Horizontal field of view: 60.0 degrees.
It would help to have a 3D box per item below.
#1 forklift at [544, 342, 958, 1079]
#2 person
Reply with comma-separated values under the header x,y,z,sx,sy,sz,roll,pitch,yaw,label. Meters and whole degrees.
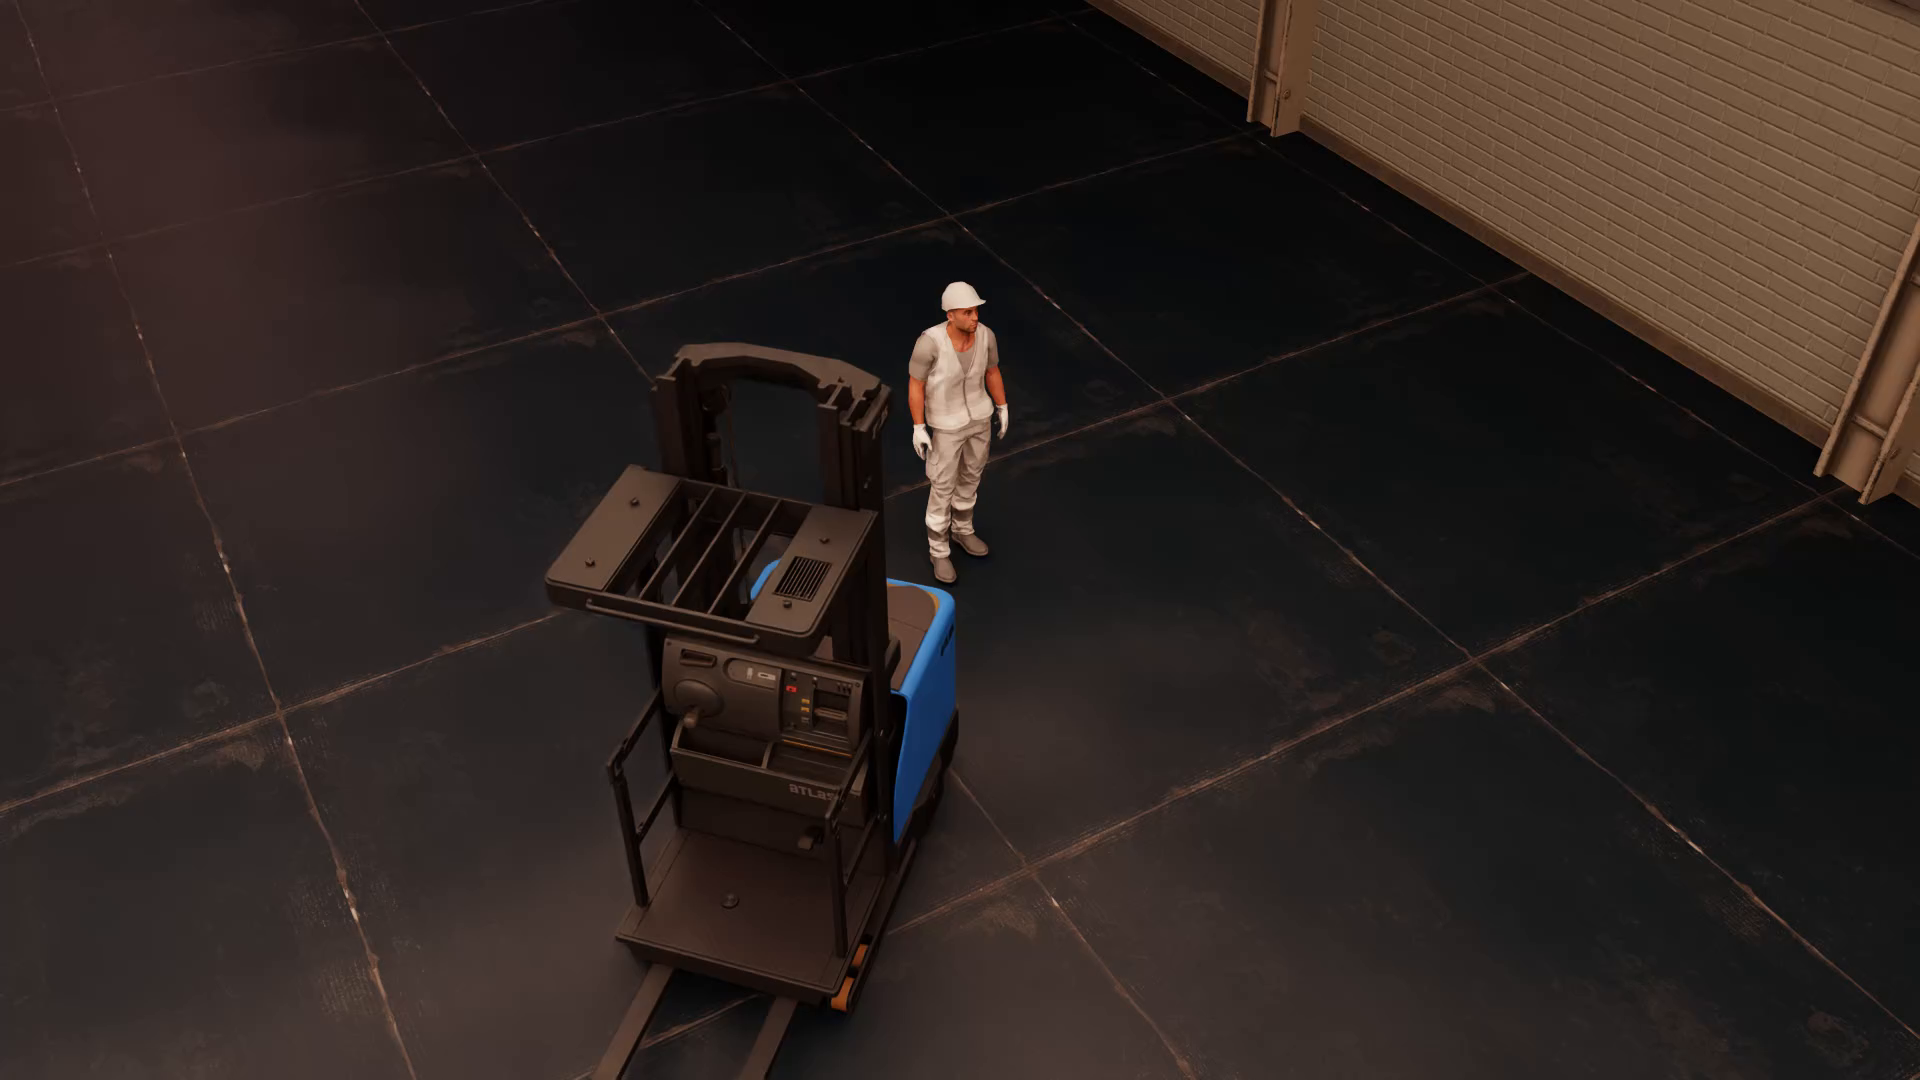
x,y,z,sx,sy,sz,roll,pitch,yaw,label
-0.927,0.764,7.115,1.130,2.935,3.031,11,41,13,forklift
0.030,-0.646,9.699,0.638,1.787,0.564,-20,44,-23,person
